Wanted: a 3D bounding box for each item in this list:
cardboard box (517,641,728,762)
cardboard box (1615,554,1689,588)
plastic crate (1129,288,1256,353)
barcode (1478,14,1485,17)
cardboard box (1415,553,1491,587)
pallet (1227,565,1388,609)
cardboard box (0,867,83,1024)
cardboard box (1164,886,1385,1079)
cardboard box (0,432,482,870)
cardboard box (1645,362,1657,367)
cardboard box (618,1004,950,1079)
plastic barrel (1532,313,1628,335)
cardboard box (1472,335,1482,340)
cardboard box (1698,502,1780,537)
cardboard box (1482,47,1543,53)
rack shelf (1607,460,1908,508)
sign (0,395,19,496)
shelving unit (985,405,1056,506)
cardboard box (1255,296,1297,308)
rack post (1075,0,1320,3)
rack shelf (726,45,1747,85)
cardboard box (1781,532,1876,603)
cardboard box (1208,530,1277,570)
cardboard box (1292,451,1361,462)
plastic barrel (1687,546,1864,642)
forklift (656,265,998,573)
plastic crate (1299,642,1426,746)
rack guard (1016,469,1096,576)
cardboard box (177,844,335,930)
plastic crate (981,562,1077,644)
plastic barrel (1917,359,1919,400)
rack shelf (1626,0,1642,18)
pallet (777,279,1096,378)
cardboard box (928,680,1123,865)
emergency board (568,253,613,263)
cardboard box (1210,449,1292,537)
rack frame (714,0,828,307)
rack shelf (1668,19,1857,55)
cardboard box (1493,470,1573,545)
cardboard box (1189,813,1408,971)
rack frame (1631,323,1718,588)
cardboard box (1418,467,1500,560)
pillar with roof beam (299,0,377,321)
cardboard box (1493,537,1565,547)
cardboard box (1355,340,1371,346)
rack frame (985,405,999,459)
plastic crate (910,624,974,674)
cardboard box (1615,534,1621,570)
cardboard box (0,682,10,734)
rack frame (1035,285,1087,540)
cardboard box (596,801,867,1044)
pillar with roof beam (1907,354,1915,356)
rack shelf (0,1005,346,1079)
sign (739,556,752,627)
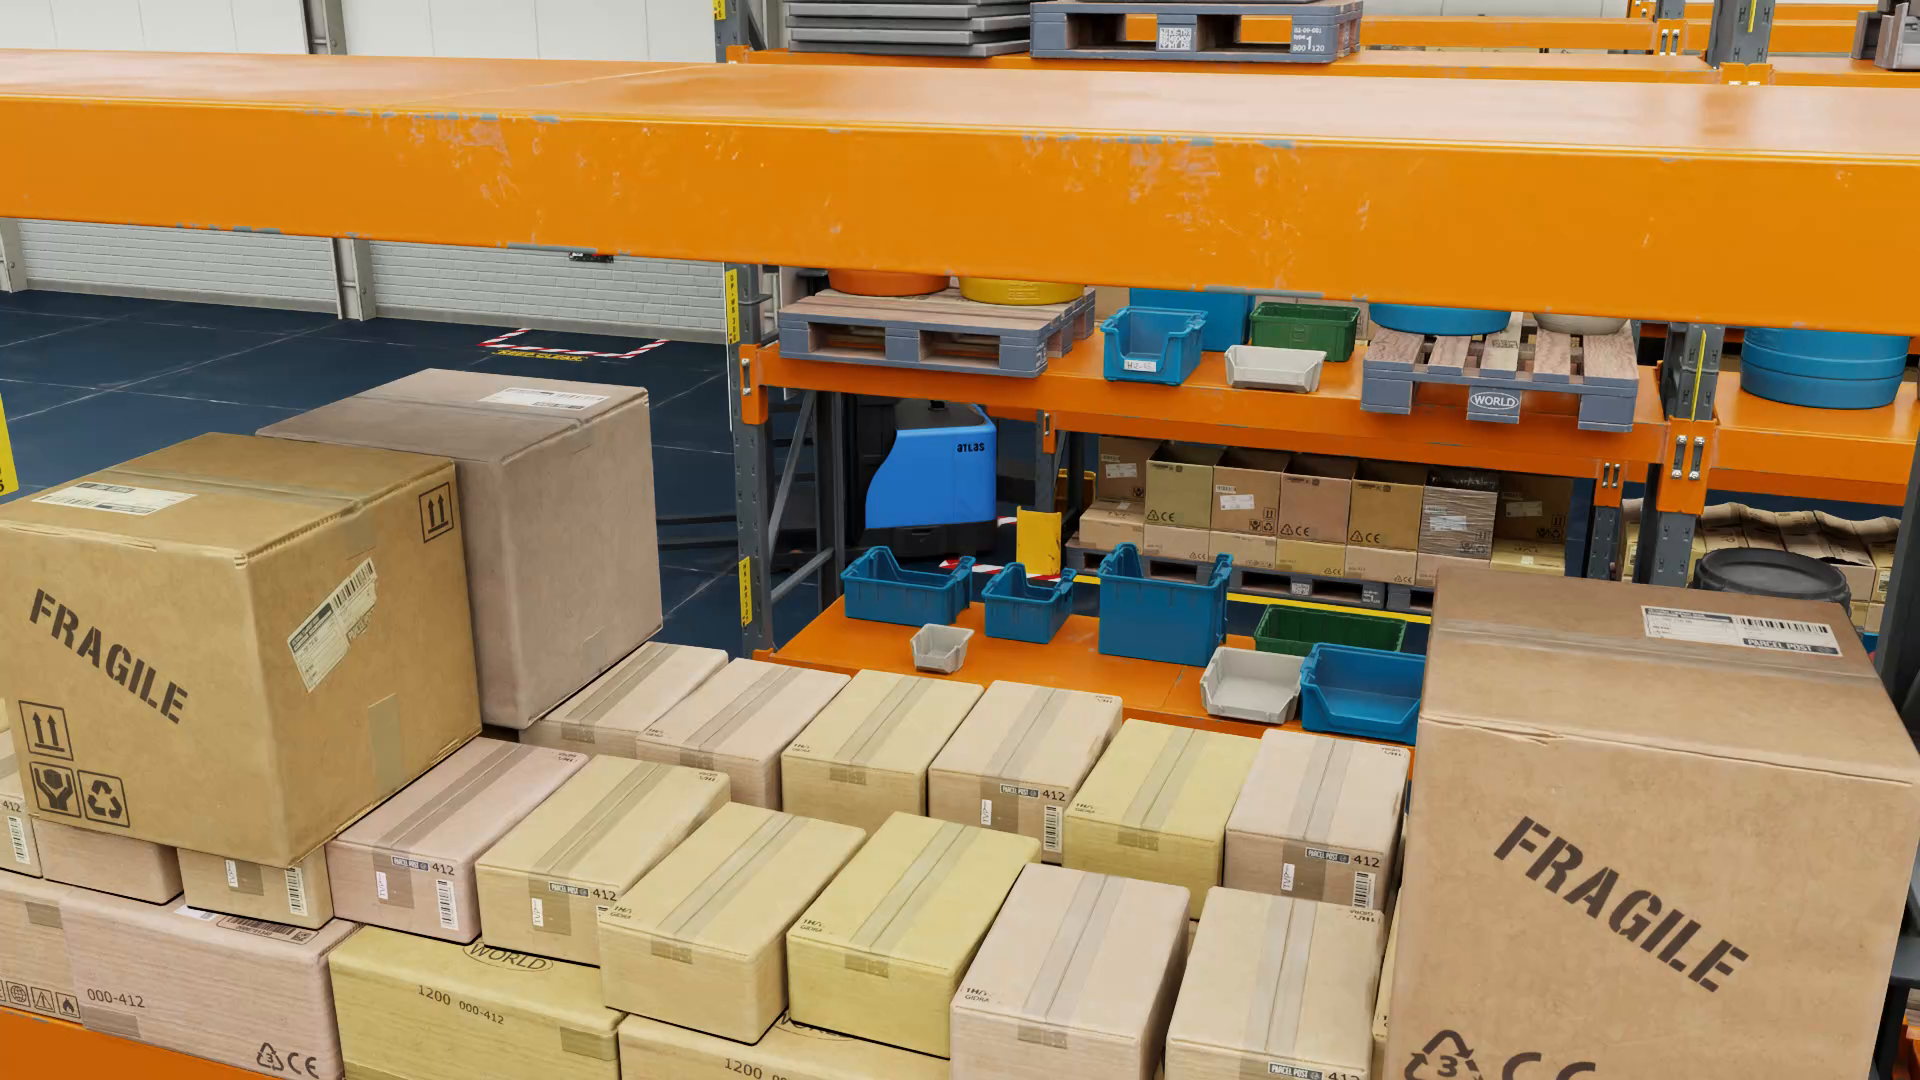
[{"bbox_3d":[-0.624,0.332,3.131,0.250,0.149,0.380,5,20,15],"label":"cardboard box"},{"bbox_3d":[4.874,0.319,11.642,0.500,0.250,0.500,6,20,17],"label":"cardboard box"},{"bbox_3d":[1.067,-1.090,7.614,0.575,0.384,0.392,7,20,18],"label":"plastic crate"},{"bbox_3d":[5.025,-5.039,16.033,0.075,0.075,0.001,7,20,18],"label":"barcode"},{"bbox_3d":[3.596,0.160,12.101,0.500,0.250,0.500,7,20,18],"label":"cardboard box"},{"bbox_3d":[2.681,0.185,12.724,1.213,0.211,1.003,7,20,18],"label":"pallet"},{"bbox_3d":[-1.599,0.587,3.006,0.500,0.250,0.500,6,20,17],"label":"cardboard box"},{"bbox_3d":[0.430,0.642,2.243,0.250,0.149,0.380,5,20,15],"label":"cardboard box"},{"bbox_3d":[-1.145,0.150,2.667,0.500,0.500,0.500,6,20,18],"label":"cardboard box"},{"bbox_3d":[6.897,-1.395,16.150,0.500,0.500,0.700,7,20,20],"label":"cardboard box"},{"bbox_3d":[-0.169,0.752,2.533,0.500,0.250,0.500,6,20,18],"label":"cardboard box"},{"bbox_3d":[2.603,-1.137,6.915,0.421,0.512,0.421,0,19,0],"label":"plastic barrel"},{"bbox_3d":[3.675,-1.661,11.662,0.500,0.500,0.700,6,20,18],"label":"cardboard box"},{"bbox_3d":[5.545,-0.057,11.871,0.500,0.311,0.500,7,20,20],"label":"cardboard box"},{"bbox_3d":[5.110,-4.413,15.421,0.500,0.500,0.500,8,21,21],"label":"cardboard box"},{"bbox_3d":[6.464,-0.346,11.104,4.000,0.370,1.077,7,20,18],"label":"rack shelf"},{"bbox_3d":[-2.257,-0.259,3.859,0.005,0.325,0.100,7,20,18],"label":"sign"},{"bbox_3d":[0.496,-1.029,13.279,0.503,2.100,0.431,9,23,15],"label":"shelving unit"},{"bbox_3d":[2.258,-1.824,12.128,0.500,0.500,0.700,7,20,18],"label":"cardboard box"},{"bbox_3d":[1.007,-2.391,6.880,0.954,0.300,0.937,6,20,17],"label":"rack post"},{"bbox_3d":[1.056,-1.882,7.004,4.000,0.370,1.077,7,20,18],"label":"rack shelf"},{"bbox_3d":[5.844,0.167,11.227,0.500,0.311,0.500,6,20,16],"label":"cardboard box"},{"bbox_3d":[2.175,0.001,12.556,0.500,0.250,0.500,7,20,18],"label":"cardboard box"},{"bbox_3d":[2.822,-0.464,12.751,0.500,0.500,0.500,7,20,18],"label":"cardboard box"},{"bbox_3d":[3.211,0.538,6.715,0.708,0.901,0.600,7,20,18],"label":"plastic barrel"},{"bbox_3d":[-1.272,-1.316,12.900,3.031,2.935,1.130,-4,20,-10],"label":"forklift"},{"bbox_3d":[1.811,0.673,7.313,0.616,0.251,0.499,7,20,18],"label":"plastic crate"},{"bbox_3d":[0.773,-0.156,13.263,0.348,0.500,1.175,7,20,18],"label":"rack guard"},{"bbox_3d":[-1.057,0.465,2.750,0.250,0.149,0.380,6,20,16],"label":"cardboard box"},{"bbox_3d":[0.349,0.309,8.357,0.408,0.251,0.499,7,20,18],"label":"plastic crate"},{"bbox_3d":[4.115,-0.957,6.445,0.600,0.901,0.600,0,19,0],"label":"plastic barrel"},{"bbox_3d":[4.307,-5.150,15.776,4.000,0.370,1.077,7,20,18],"label":"rack shelf"},{"bbox_3d":[-0.084,-1.001,7.621,1.213,0.211,1.003,7,20,18],"label":"pallet"},{"bbox_3d":[0.122,0.401,2.933,0.250,0.149,0.380,6,20,17],"label":"cardboard box"},{"bbox_3d":[-4.626,-3.994,20.478,0.643,1.169,0.194,7,20,18],"label":"emergency board"},{"bbox_3d":[2.179,-0.357,12.443,0.500,0.500,0.500,7,20,18],"label":"cardboard box"},{"bbox_3d":[-0.833,-2.627,7.440,0.127,3.000,1.000,7,20,18],"label":"rack frame"},{"bbox_3d":[6.464,-2.990,10.182,4.000,0.370,1.077,7,20,18],"label":"rack shelf"},{"bbox_3d":[4.239,-0.303,12.288,0.500,0.500,0.500,7,20,18],"label":"cardboard box"},{"bbox_3d":[0.478,0.649,2.828,0.500,0.250,0.500,6,20,18],"label":"cardboard box"},{"bbox_3d":[2.945,0.638,7.188,0.127,3.000,1.000,7,20,18],"label":"rack frame"},{"bbox_3d":[3.596,-0.195,11.979,0.500,0.500,0.500,7,20,18],"label":"cardboard box"},{"bbox_3d":[-9.385,-5.858,16.710,0.400,9.000,9.100,7,20,18],"label":"pillar with roof beam"},{"bbox_3d":[4.236,0.054,12.402,0.500,0.250,0.500,7,20,18],"label":"cardboard box"},{"bbox_3d":[2.796,-1.383,11.849,0.250,0.149,0.380,7,20,20],"label":"cardboard box"},{"bbox_3d":[0.263,-1.066,13.343,0.015,2.100,0.400,9,23,15],"label":"rack frame"},{"bbox_3d":[-0.093,0.528,7.906,0.250,0.136,0.298,7,20,18],"label":"plastic crate"},{"bbox_3d":[5.061,0.153,12.118,0.500,0.250,0.500,6,20,18],"label":"cardboard box"},{"bbox_3d":[-1.782,0.361,3.048,0.250,0.149,0.380,6,20,17],"label":"cardboard box"},{"bbox_3d":[0.796,-1.333,12.844,0.127,3.000,1.000,7,20,18],"label":"rack frame"},{"bbox_3d":[-0.329,0.558,2.482,0.250,0.149,0.380,8,21,21],"label":"cardboard box"},{"bbox_3d":[7.618,-3.914,11.132,0.400,9.000,9.100,7,20,18],"label":"pillar with roof beam"},{"bbox_3d":[-0.569,0.886,3.014,4.000,0.370,1.077,7,20,18],"label":"rack shelf"},{"bbox_3d":[-1.018,0.246,7.892,0.005,0.325,0.100,7,20,18],"label":"sign"}]
